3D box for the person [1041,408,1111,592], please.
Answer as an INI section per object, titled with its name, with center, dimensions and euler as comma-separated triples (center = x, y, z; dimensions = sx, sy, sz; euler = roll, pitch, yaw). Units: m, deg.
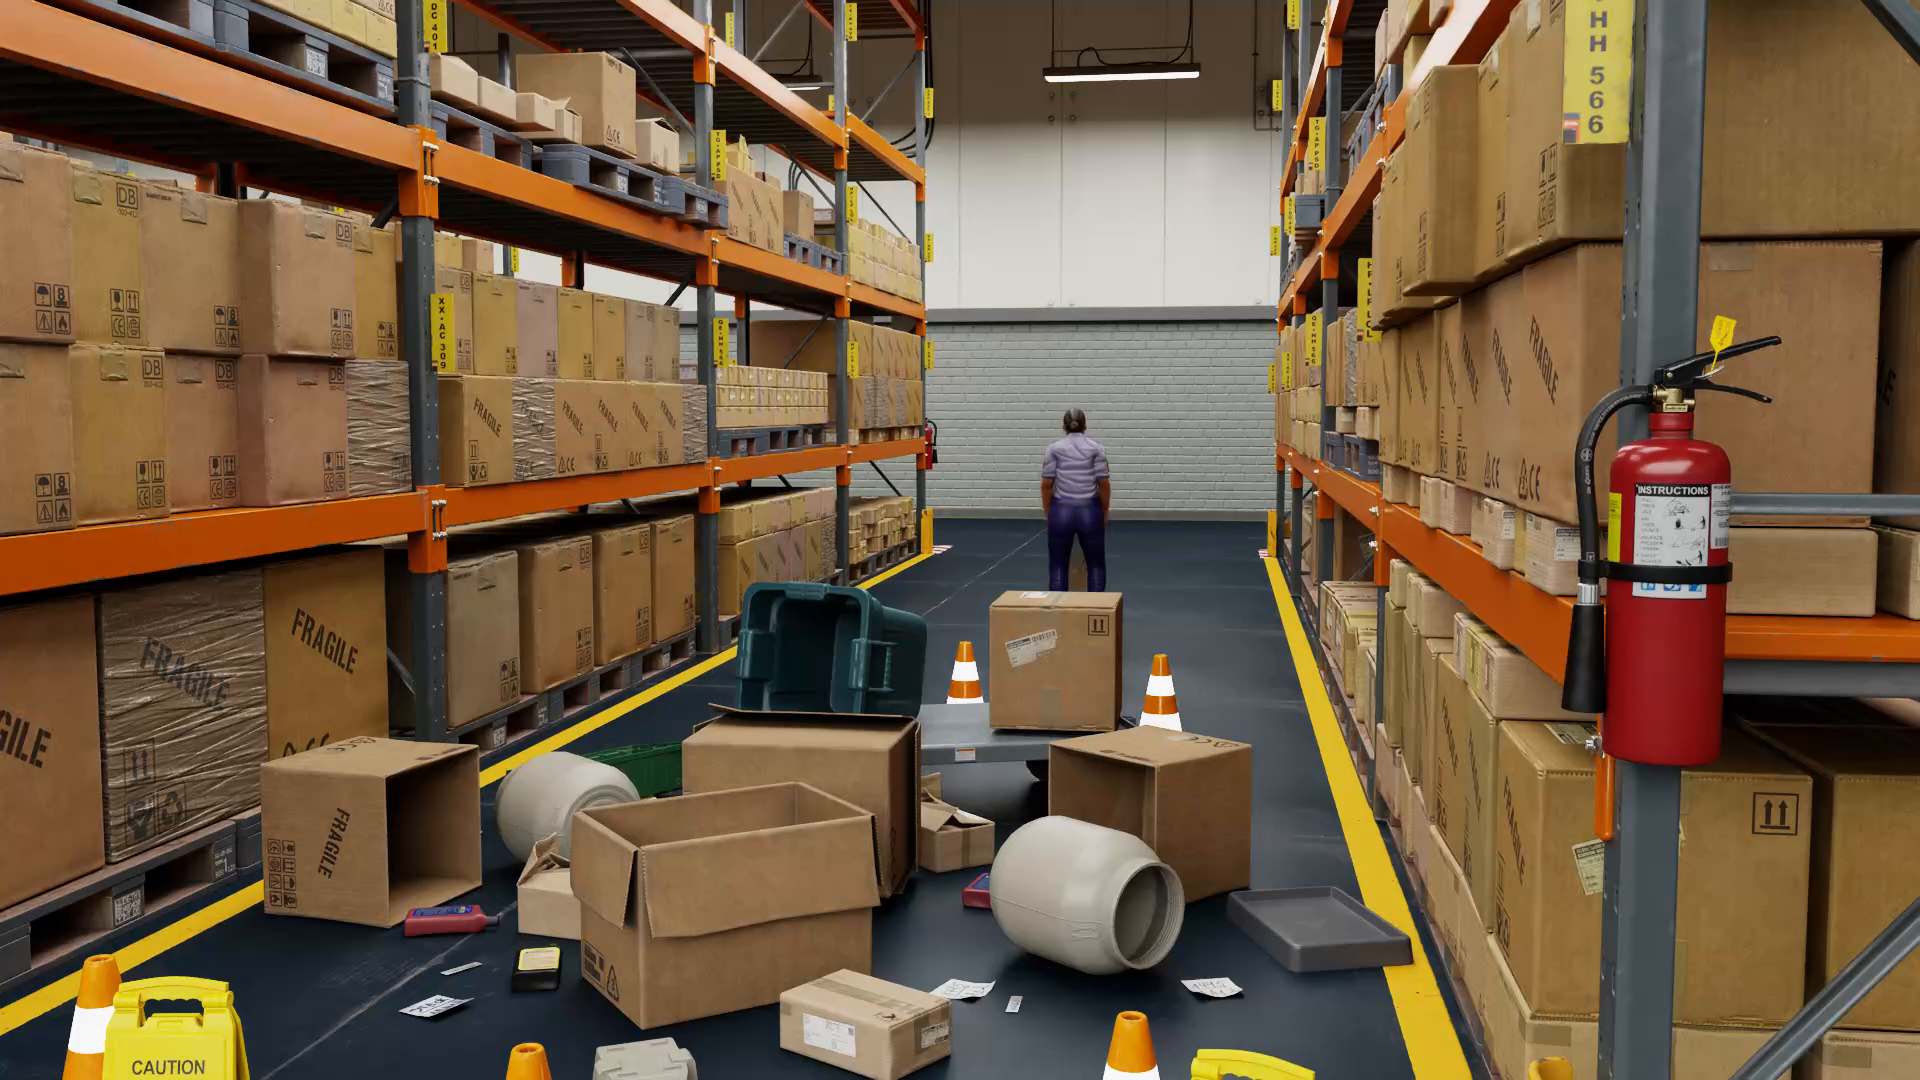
[person]
center = 0.857, -0.140, 12.186
dimensions = 0.530, 1.654, 0.372
euler = 1, 5, 7
